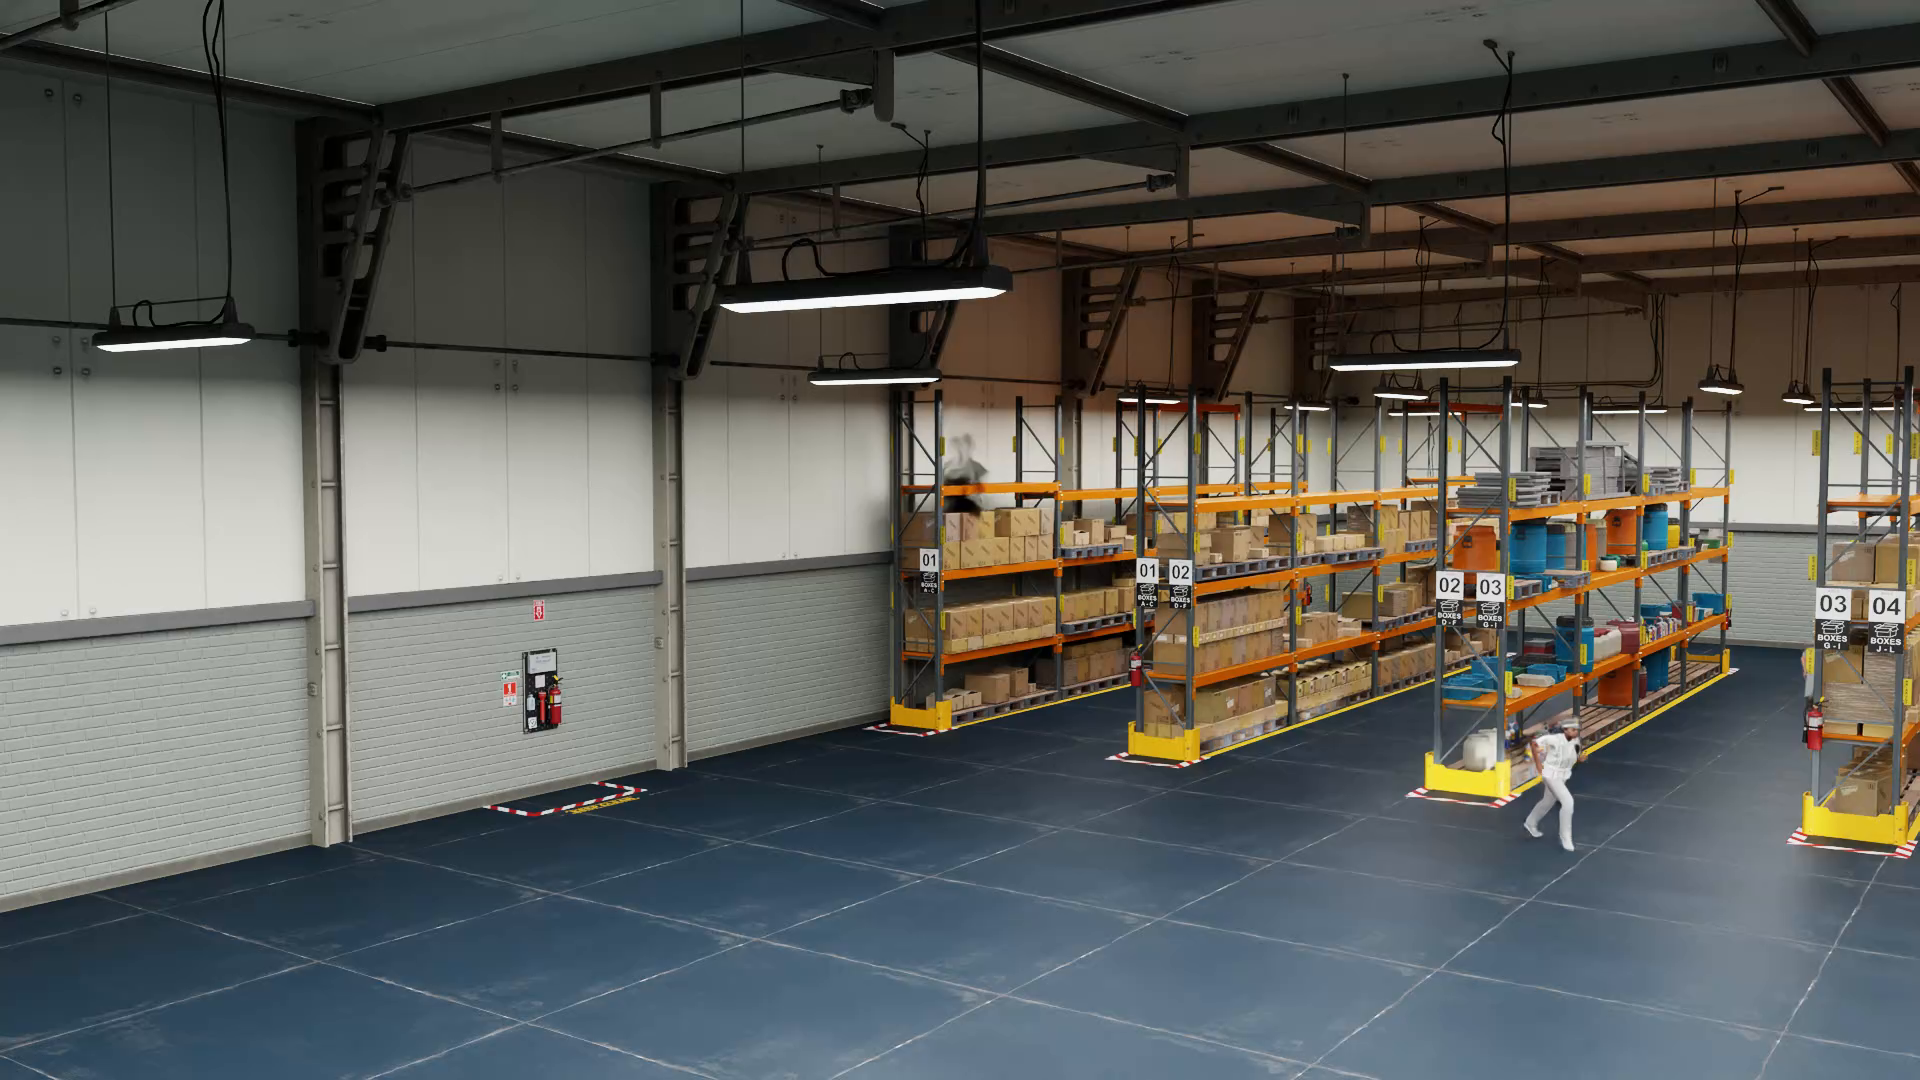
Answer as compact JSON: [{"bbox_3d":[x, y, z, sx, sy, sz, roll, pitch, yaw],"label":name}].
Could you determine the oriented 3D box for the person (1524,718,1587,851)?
[{"bbox_3d":[7.448,3.018,20.857,0.585,1.678,0.913,-2,4,-31],"label":"person"}]

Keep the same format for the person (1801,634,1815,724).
[{"bbox_3d":[15.378,2.490,29.840,0.569,1.647,0.642,2,4,34],"label":"person"}]
